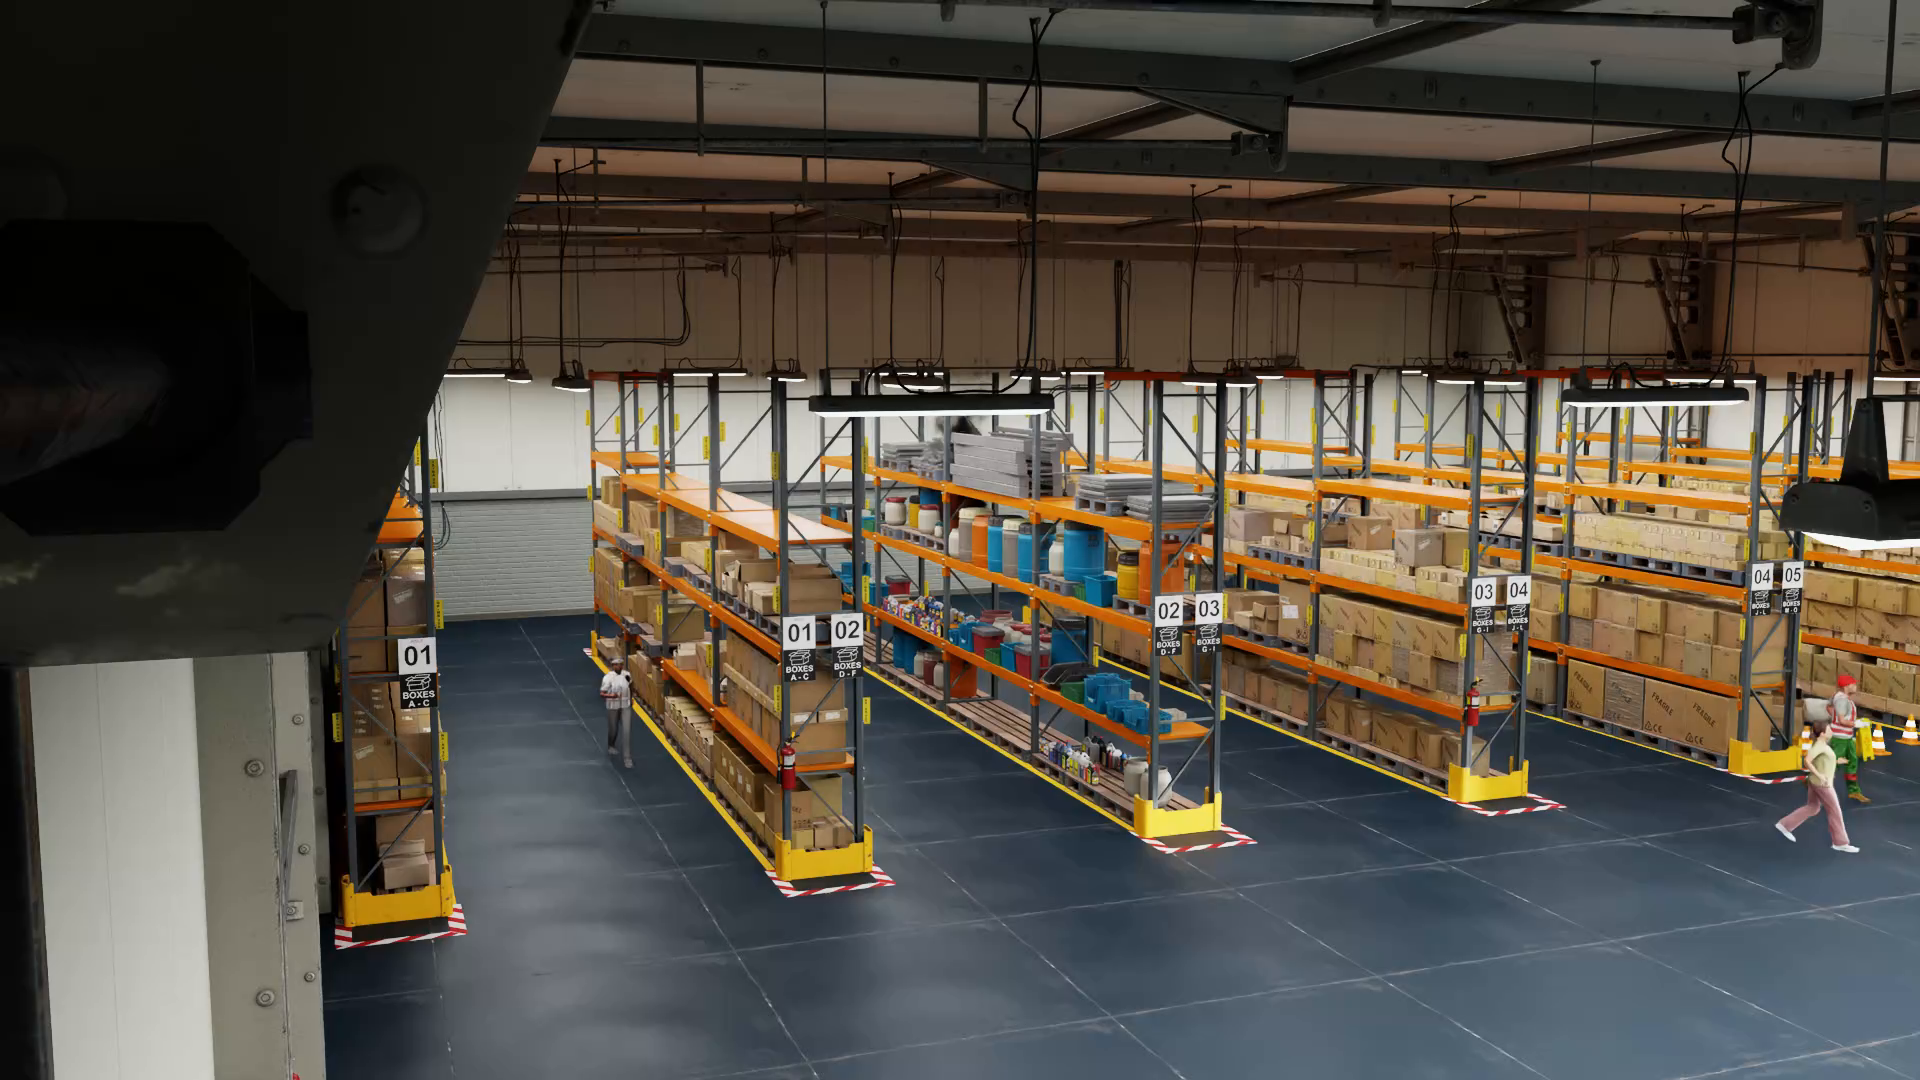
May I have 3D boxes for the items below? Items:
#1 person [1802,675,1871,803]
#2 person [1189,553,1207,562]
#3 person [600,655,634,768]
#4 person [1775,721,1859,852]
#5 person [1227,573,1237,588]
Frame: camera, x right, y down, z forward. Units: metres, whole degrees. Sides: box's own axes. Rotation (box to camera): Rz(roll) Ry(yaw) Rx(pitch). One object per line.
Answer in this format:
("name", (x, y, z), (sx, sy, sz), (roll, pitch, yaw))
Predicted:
("person", (12.493, 2.801, 23.607), (0.882, 1.808, 0.685), (4, 7, 30))
("person", (5.761, 0.916, 40.856), (0.656, 1.772, 0.647), (4, 8, 34))
("person", (-5.278, 2.604, 25.706), (0.576, 1.706, 0.921), (-3, 7, -25))
("person", (10.958, 3.140, 21.194), (0.970, 1.606, 0.575), (2, 7, 18))
("person", (6.943, 0.842, 41.691), (0.581, 1.724, 0.811), (3, 7, 24))
